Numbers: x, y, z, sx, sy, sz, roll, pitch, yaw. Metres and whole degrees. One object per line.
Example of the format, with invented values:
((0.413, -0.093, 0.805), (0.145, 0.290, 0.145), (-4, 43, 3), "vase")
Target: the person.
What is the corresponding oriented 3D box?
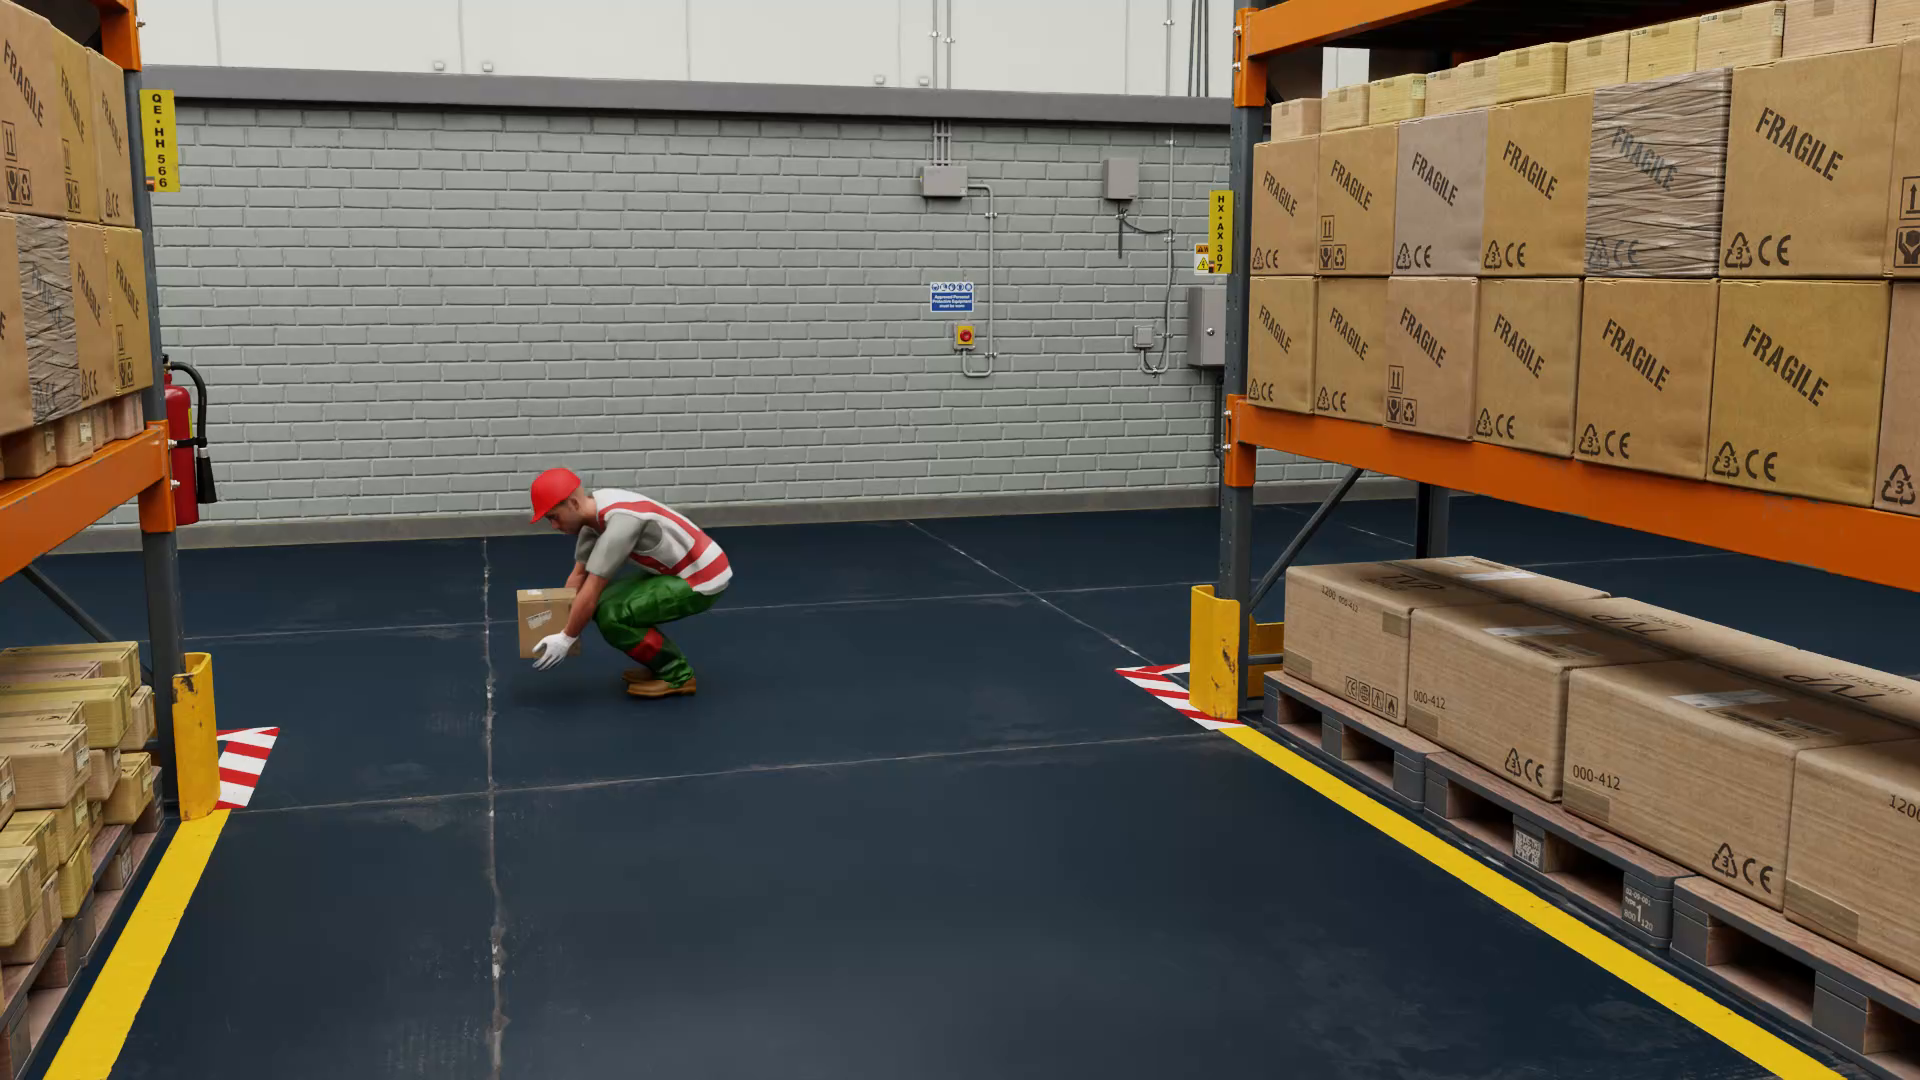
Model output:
((-1.430, 0.173, 7.204), (0.884, 1.006, 0.572), (-3, 10, -16), "person")
